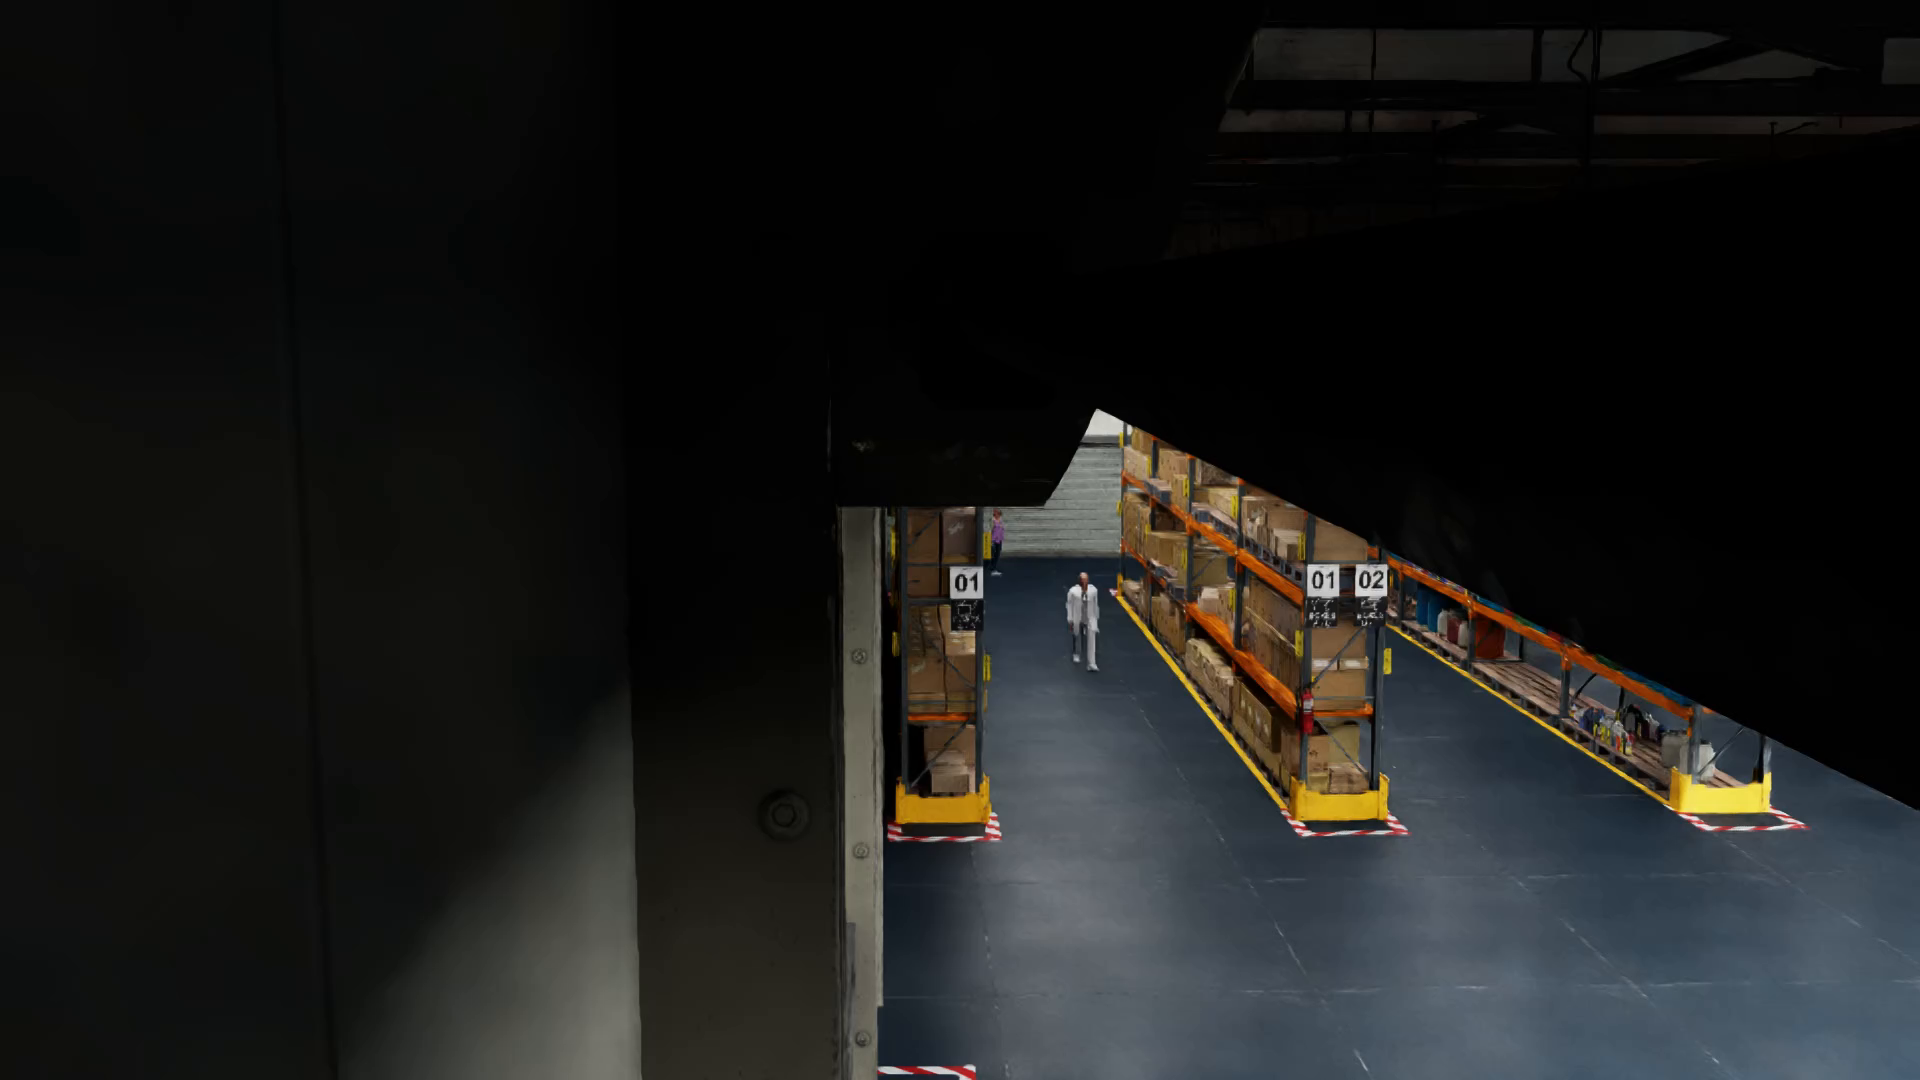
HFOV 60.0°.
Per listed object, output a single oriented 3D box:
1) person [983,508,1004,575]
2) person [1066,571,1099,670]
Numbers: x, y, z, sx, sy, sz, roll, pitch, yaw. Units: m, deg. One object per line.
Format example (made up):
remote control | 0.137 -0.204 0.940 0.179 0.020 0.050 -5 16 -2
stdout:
person | 0.737 0.035 39.241 0.470 1.587 0.582 8 11 43
person | 2.159 1.385 29.140 0.598 1.698 1.194 0 8 -1
